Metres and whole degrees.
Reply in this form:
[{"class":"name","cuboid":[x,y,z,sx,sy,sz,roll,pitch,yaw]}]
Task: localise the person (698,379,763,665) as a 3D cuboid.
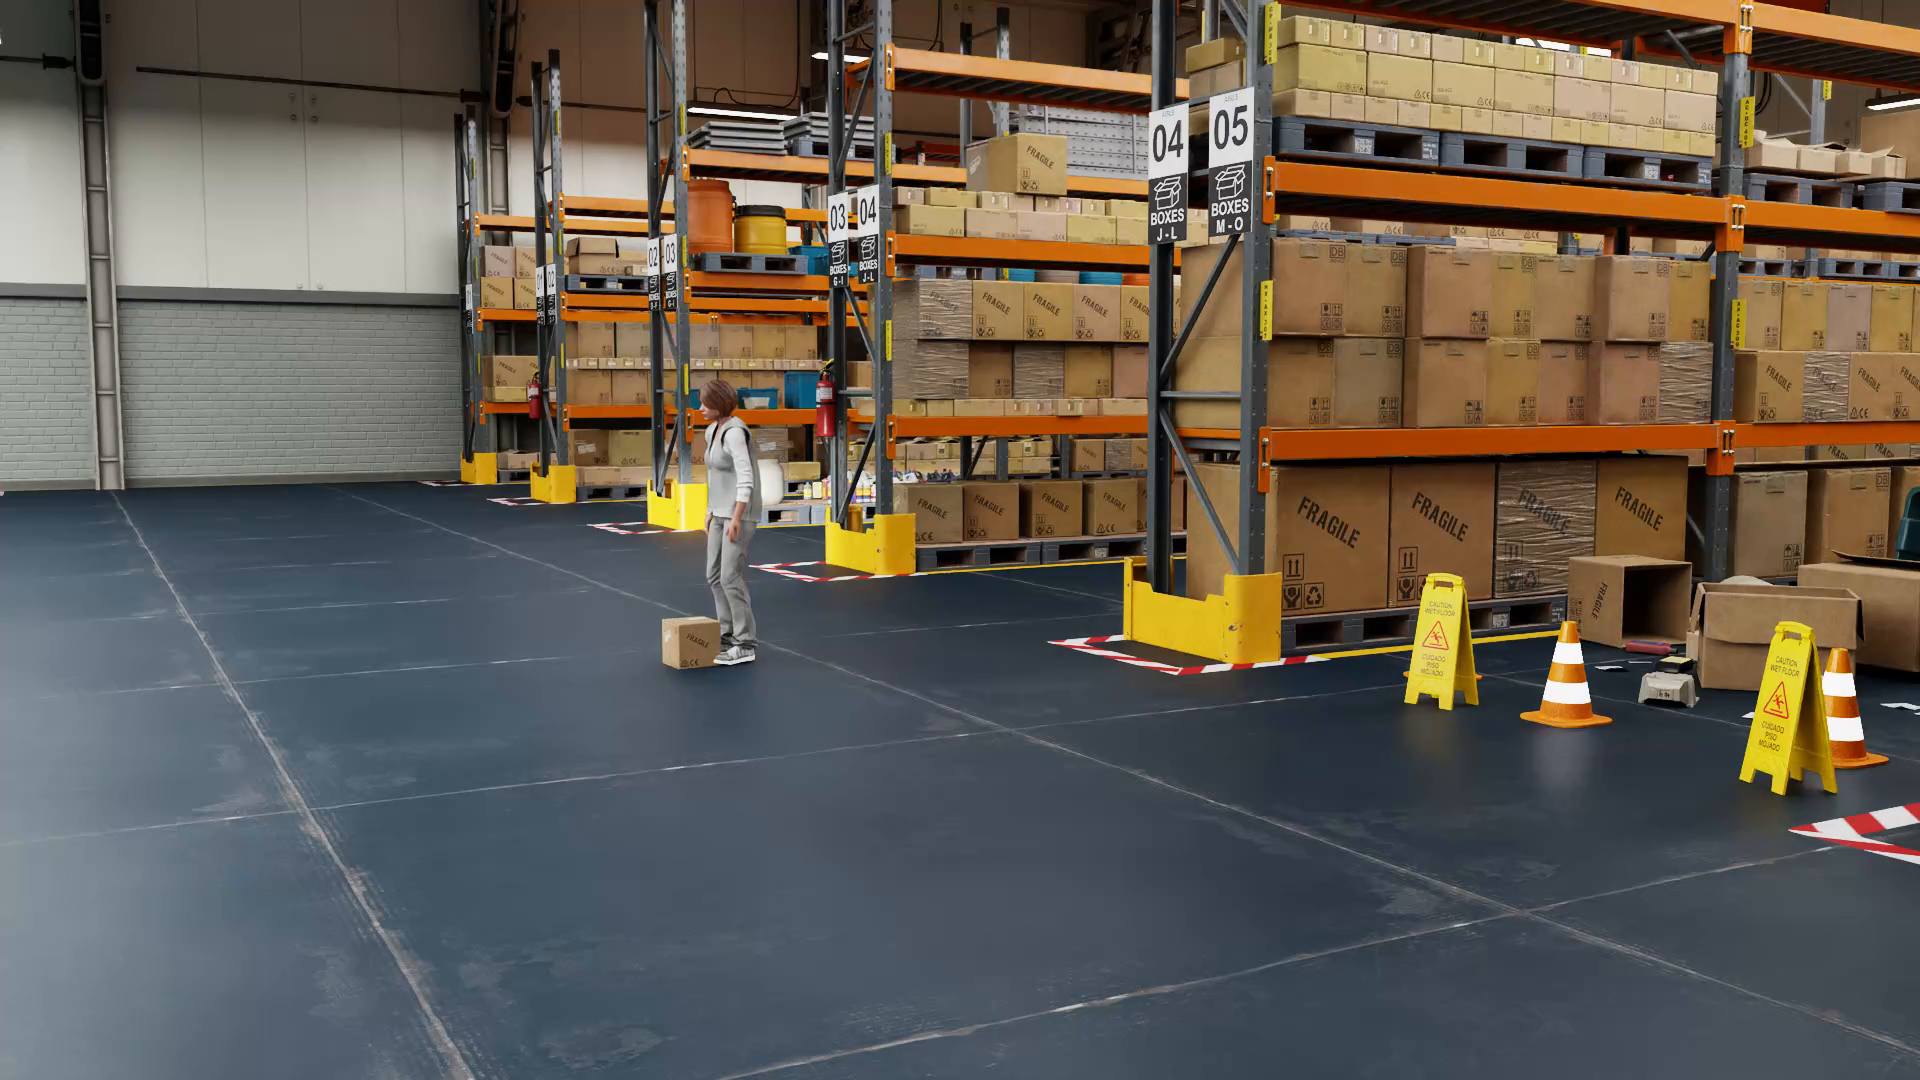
[{"class":"person","cuboid":[-1.303,-0.106,9.376,0.344,1.593,0.462,-3,6,-29]}]
